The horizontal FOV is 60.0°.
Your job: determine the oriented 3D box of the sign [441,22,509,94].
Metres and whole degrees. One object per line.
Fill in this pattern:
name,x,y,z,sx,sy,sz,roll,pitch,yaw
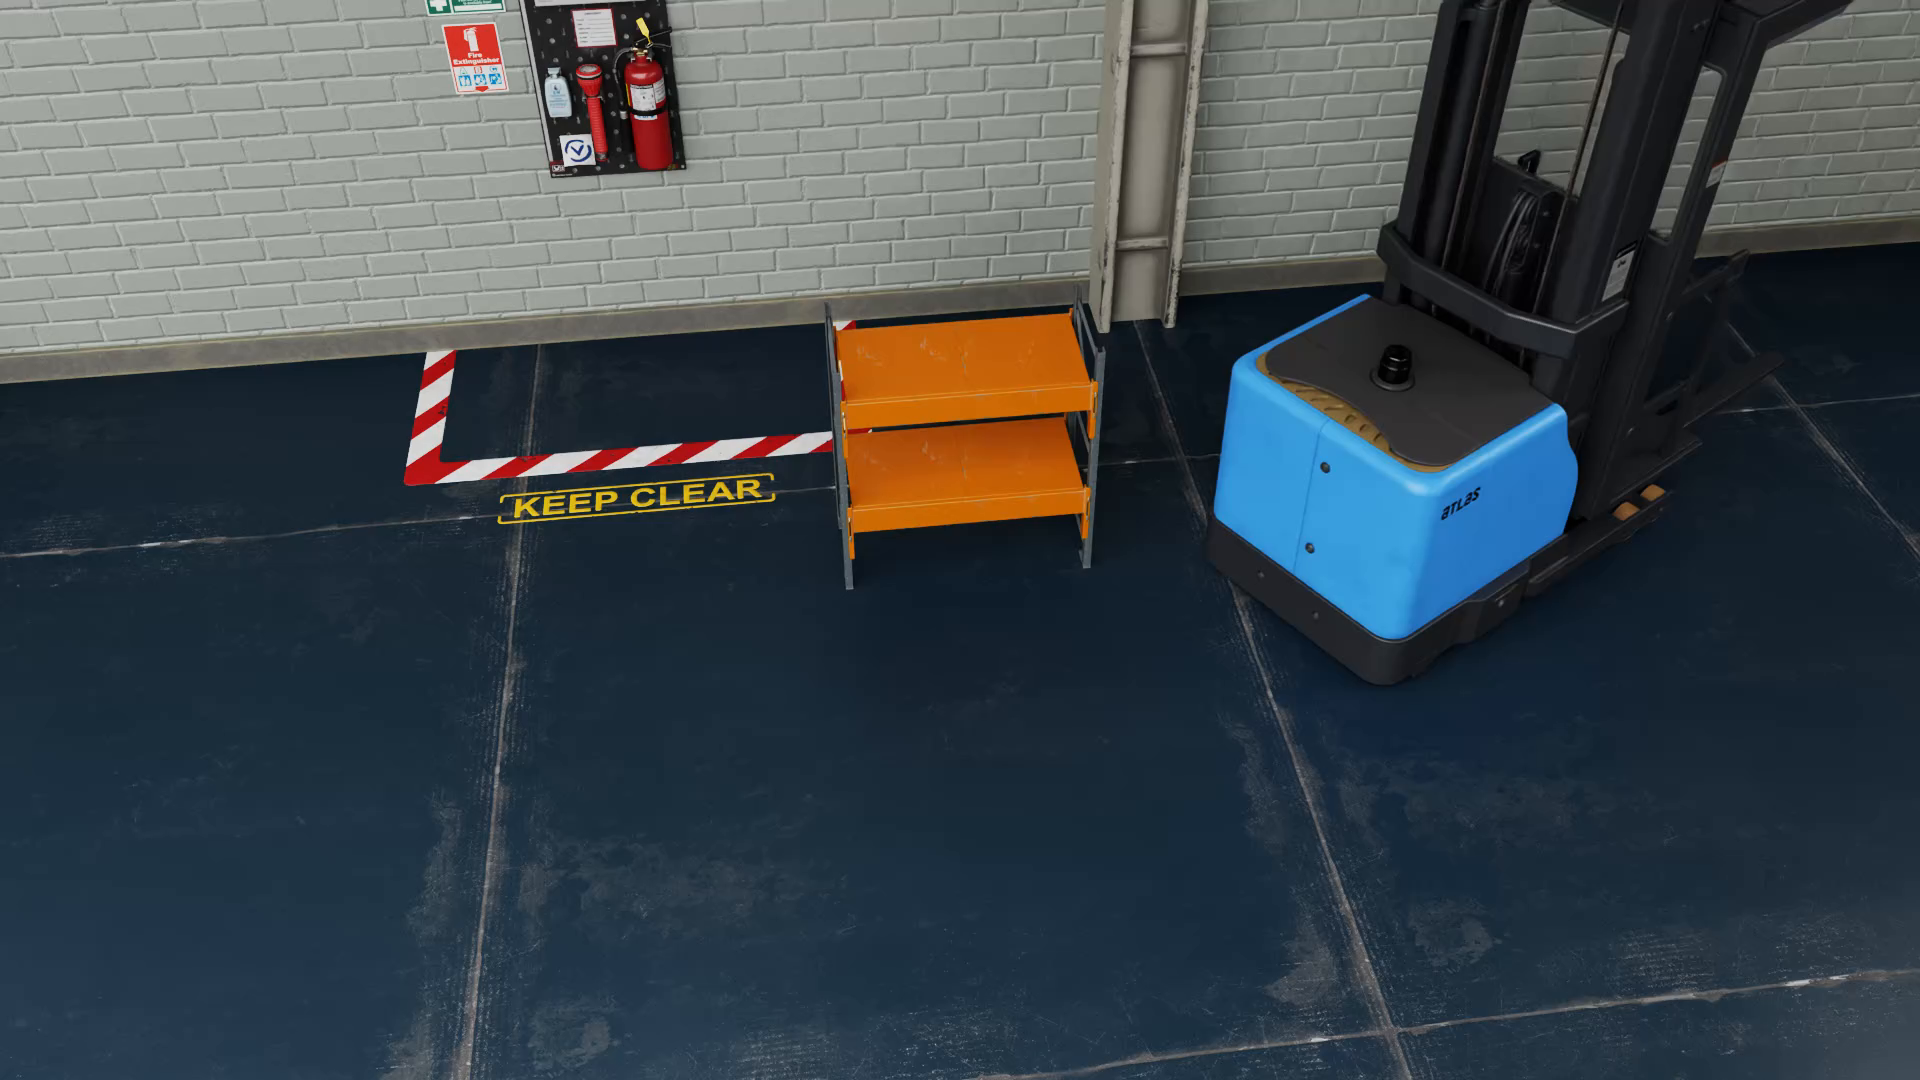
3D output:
sign,-2.138,-2.125,7.340,0.234,0.329,0.001,-5,42,-6

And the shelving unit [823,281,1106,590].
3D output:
shelving unit,0.007,-0.418,6.874,1.048,1.125,0.538,-5,42,-6

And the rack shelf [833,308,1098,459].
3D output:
rack shelf,0.007,-0.636,6.678,1.000,0.278,0.538,-5,42,-6

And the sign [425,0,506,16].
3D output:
sign,-2.132,-2.316,7.156,0.331,0.109,0.001,-5,42,-6

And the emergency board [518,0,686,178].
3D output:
emergency board,-1.576,-2.091,7.329,0.643,1.169,0.194,-5,42,-6

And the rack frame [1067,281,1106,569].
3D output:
rack frame,0.511,-0.462,6.923,0.032,1.125,0.500,-5,42,-6

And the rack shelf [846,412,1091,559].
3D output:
rack shelf,0.007,-0.237,7.038,1.000,0.278,0.538,-5,42,-6

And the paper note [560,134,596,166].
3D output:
paper note,-1.761,-1.795,7.658,0.142,0.148,0.016,-5,42,-6

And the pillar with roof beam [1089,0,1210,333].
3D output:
pillar with roof beam,1.437,-1.649,2.360,0.400,9.000,9.100,-5,42,-6

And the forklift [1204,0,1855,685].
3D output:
forklift,2.510,-1.339,6.546,3.031,2.935,1.130,-28,49,-27

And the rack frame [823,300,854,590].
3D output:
rack frame,-0.497,-0.374,6.825,0.032,1.125,0.500,-5,42,-6
